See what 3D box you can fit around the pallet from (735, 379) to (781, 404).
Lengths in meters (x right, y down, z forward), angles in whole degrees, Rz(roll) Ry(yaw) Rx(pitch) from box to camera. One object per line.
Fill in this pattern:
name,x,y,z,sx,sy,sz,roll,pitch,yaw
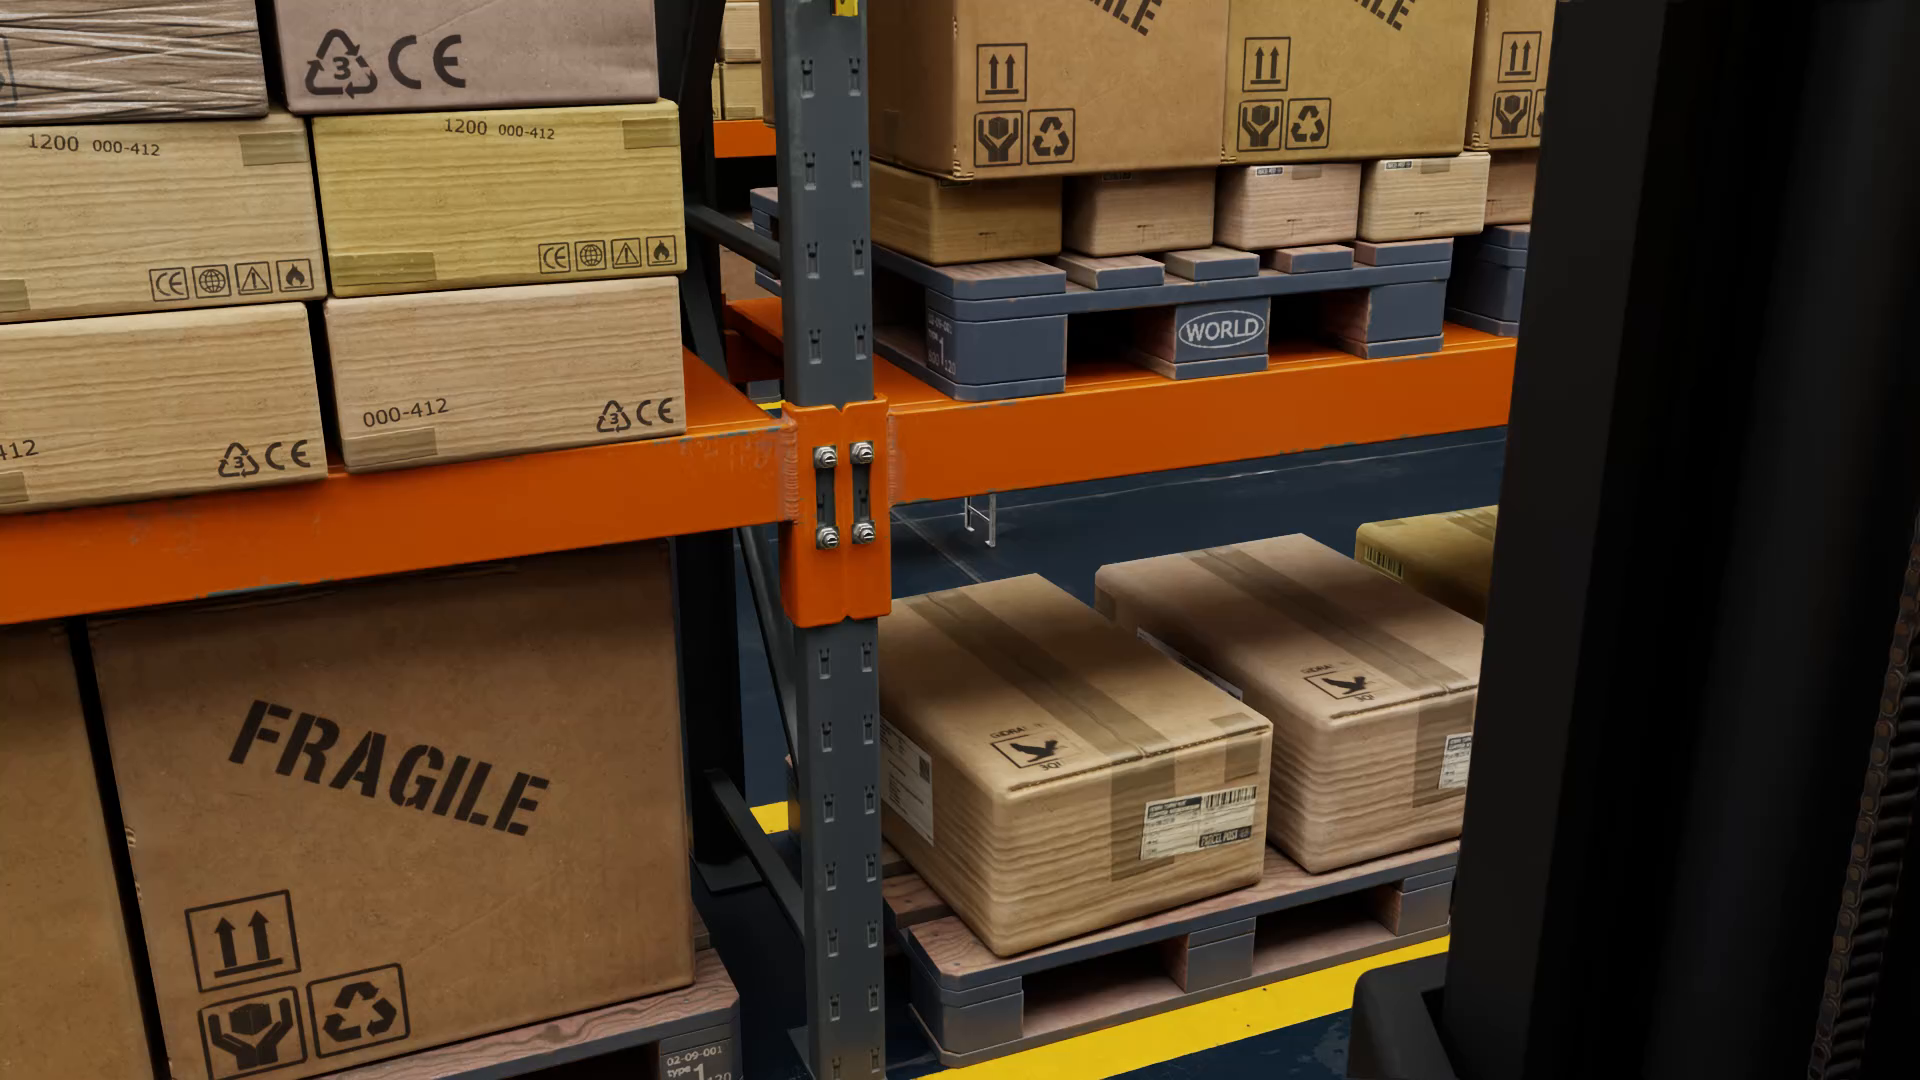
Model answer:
pallet,-1.589,-0.829,8.058,1.213,0.211,1.003,-8,21,-22

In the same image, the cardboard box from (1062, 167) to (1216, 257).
cardboard box,0.255,-0.627,3.032,0.250,0.149,0.380,-10,22,-25

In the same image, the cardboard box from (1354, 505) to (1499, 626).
cardboard box,1.505,0.238,4.154,0.625,0.372,0.950,-7,21,-20

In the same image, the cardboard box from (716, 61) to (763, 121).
cardboard box,-0.922,-2.095,7.682,0.500,0.250,0.500,-9,21,-24

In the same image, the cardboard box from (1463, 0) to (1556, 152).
cardboard box,1.075,-1.051,3.261,0.500,0.500,0.500,-8,21,-21

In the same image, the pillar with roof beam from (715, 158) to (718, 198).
pillar with roof beam,0.185,-4.011,3.864,0.400,9.000,9.100,-8,21,-22

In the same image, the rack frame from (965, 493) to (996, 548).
rack frame,0.072,-0.576,5.852,0.015,1.200,0.240,-8,21,-22

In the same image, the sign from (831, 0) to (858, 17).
sign,-0.167,-0.912,2.352,0.005,0.325,0.100,-8,21,-22

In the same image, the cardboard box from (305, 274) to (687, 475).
cardboard box,-0.752,-0.318,2.635,0.500,0.250,0.500,-9,21,-24

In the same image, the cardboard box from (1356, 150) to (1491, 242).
cardboard box,0.785,-0.679,3.180,0.250,0.149,0.380,-8,21,-22

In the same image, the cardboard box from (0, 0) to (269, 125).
cardboard box,-1.229,-0.836,2.222,0.500,0.500,0.500,-8,21,-21

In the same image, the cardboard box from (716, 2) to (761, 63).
cardboard box,-0.908,-2.325,7.583,0.500,0.250,0.500,-9,21,-23

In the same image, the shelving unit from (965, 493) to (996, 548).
shelving unit,-0.152,-0.544,5.761,0.503,1.200,0.258,-8,21,-22

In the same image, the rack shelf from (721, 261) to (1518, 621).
rack shelf,1.446,-0.458,3.890,4.000,0.370,1.077,-8,21,-22

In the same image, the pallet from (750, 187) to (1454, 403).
pallet,0.222,-0.570,3.414,1.003,0.211,1.213,-8,21,-22

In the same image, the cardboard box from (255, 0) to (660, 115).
cardboard box,-0.761,-0.906,2.421,0.500,0.500,0.500,-9,21,-23

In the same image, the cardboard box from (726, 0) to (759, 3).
cardboard box,-1.026,-2.510,7.508,0.250,0.149,0.380,-8,21,-21

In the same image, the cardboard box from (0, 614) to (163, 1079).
cardboard box,-1.878,0.451,2.791,0.875,0.875,0.875,-8,21,-21

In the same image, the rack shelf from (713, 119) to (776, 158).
rack shelf,-0.523,-1.971,8.188,4.000,0.370,1.077,-8,21,-22

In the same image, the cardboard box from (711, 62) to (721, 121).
cardboard box,-1.392,-2.025,7.484,0.500,0.250,0.500,-9,21,-23

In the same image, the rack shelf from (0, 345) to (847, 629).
rack shelf,-2.227,0.068,2.396,4.000,0.370,1.077,-8,21,-22

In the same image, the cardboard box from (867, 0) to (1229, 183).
cardboard box,0.115,-0.909,2.856,0.500,0.500,0.500,-9,21,-23

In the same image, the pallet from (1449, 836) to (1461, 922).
pallet,1.446,0.519,4.230,1.213,0.211,1.003,-8,21,-22

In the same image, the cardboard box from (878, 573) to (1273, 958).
cardboard box,0.132,0.436,3.593,0.625,0.372,0.950,-10,22,-26

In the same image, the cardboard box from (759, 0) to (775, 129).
cardboard box,-0.083,-1.065,3.298,0.500,0.500,0.500,-9,21,-23

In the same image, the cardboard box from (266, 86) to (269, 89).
cardboard box,-1.392,-0.995,2.675,0.500,0.500,0.500,-8,21,-22

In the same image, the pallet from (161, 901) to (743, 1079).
pallet,-1.144,0.862,3.257,1.213,0.211,1.003,-8,21,-22

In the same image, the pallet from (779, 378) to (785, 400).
pallet,-0.470,-0.988,8.510,1.213,0.211,1.003,-8,21,-22

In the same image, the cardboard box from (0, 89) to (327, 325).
cardboard box,-1.204,-0.490,2.370,0.500,0.250,0.500,-9,21,-23

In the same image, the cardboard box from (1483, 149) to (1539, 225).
cardboard box,0.975,-0.734,3.337,0.250,0.149,0.380,-7,21,-19

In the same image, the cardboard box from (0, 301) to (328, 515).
cardboard box,-1.215,-0.246,2.430,0.500,0.250,0.500,-8,21,-21

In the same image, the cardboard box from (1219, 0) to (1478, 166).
cardboard box,0.590,-0.979,3.056,0.500,0.500,0.500,-7,21,-19

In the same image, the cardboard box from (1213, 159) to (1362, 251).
cardboard box,0.524,-0.649,3.095,0.250,0.149,0.380,-10,22,-25

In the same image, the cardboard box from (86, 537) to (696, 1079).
cardboard box,-1.057,0.335,3.121,0.875,0.875,0.875,-8,21,-22

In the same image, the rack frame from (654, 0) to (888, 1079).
rack frame,-0.390,-0.535,3.024,0.127,3.000,1.000,-8,21,-22

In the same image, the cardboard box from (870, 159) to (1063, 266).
cardboard box,-0.018,-0.600,2.956,0.250,0.149,0.380,-9,22,-25

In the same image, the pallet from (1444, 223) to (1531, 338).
pallet,1.411,-0.717,3.831,1.213,0.211,1.003,-8,21,-22

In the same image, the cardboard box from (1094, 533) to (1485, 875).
cardboard box,0.807,0.336,3.875,0.625,0.372,0.950,-9,21,-23

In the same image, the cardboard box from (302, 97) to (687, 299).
cardboard box,-0.734,-0.558,2.564,0.500,0.250,0.500,-8,21,-22

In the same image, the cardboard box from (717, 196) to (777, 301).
cardboard box,-1.185,-1.292,8.118,0.625,0.625,0.875,-7,21,-20

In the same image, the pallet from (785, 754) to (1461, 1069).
pallet,0.328,0.678,3.777,1.213,0.211,1.003,-8,21,-22
